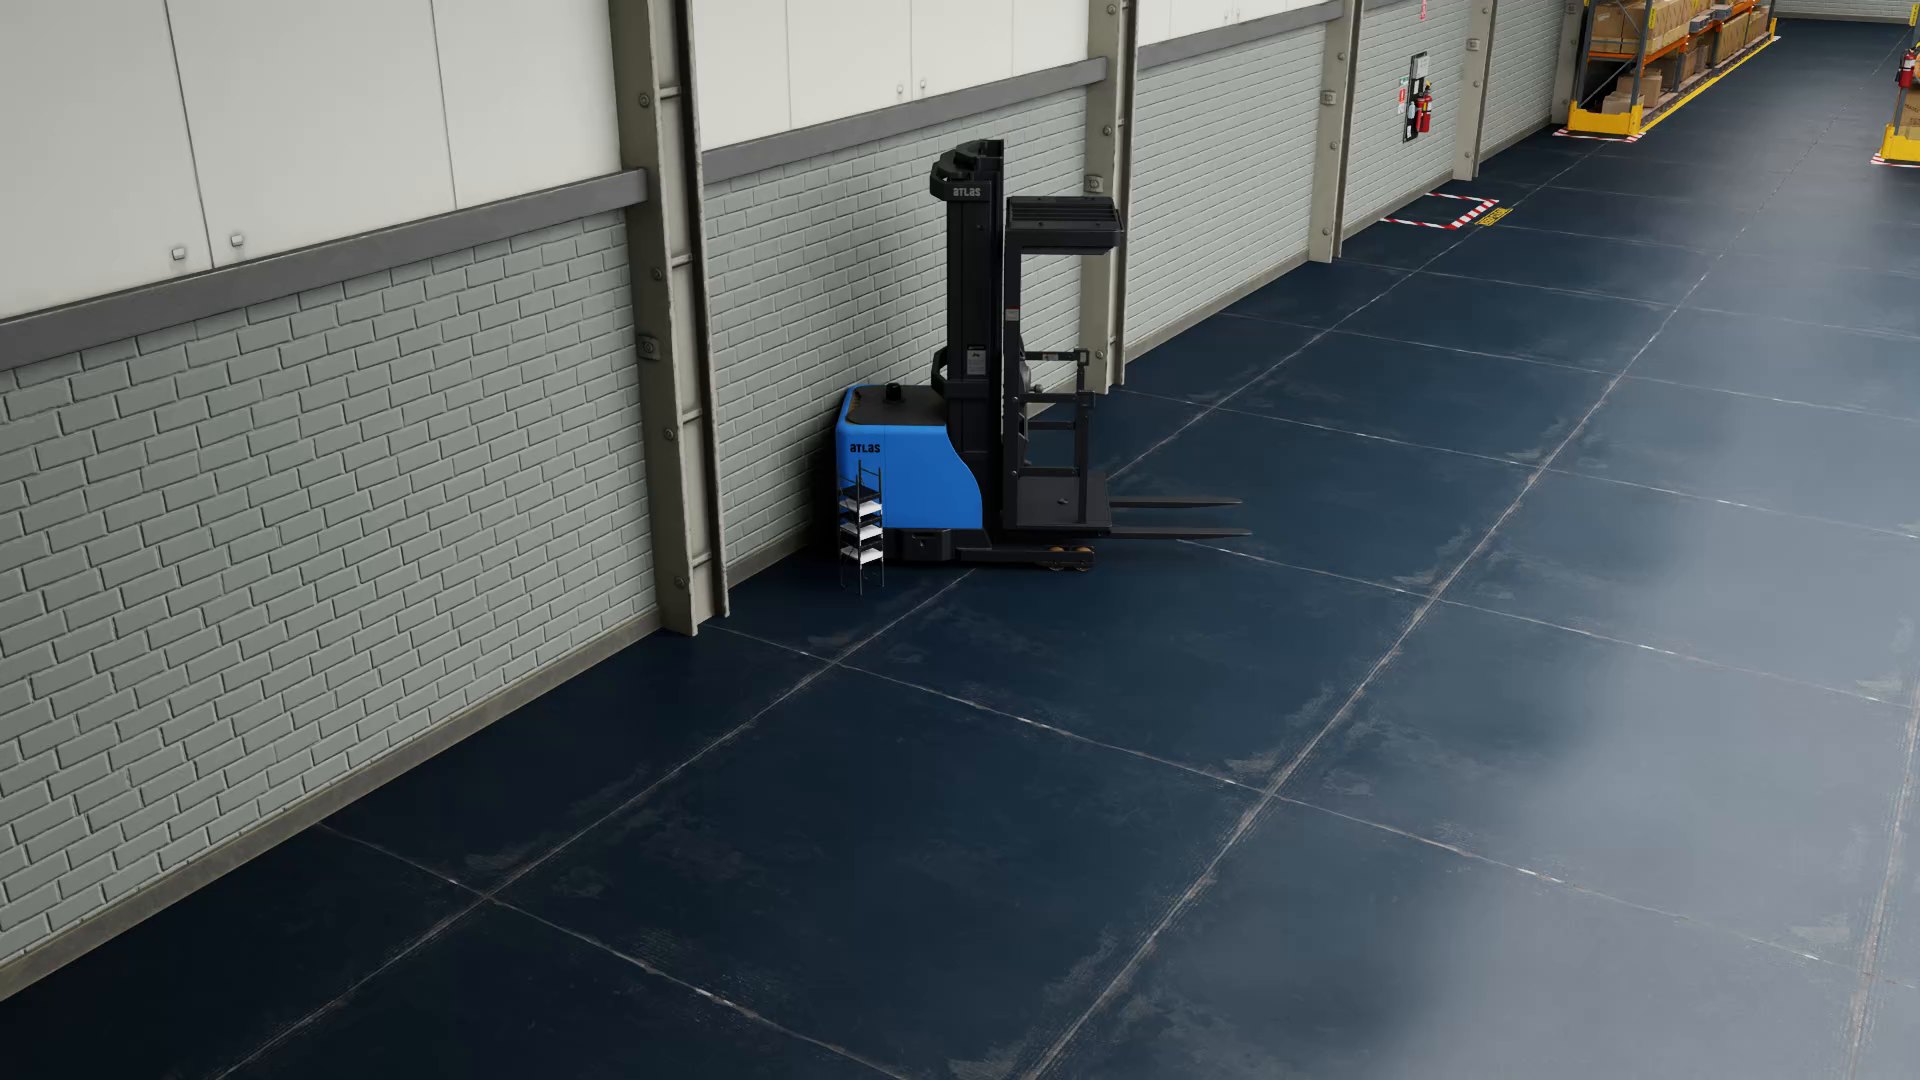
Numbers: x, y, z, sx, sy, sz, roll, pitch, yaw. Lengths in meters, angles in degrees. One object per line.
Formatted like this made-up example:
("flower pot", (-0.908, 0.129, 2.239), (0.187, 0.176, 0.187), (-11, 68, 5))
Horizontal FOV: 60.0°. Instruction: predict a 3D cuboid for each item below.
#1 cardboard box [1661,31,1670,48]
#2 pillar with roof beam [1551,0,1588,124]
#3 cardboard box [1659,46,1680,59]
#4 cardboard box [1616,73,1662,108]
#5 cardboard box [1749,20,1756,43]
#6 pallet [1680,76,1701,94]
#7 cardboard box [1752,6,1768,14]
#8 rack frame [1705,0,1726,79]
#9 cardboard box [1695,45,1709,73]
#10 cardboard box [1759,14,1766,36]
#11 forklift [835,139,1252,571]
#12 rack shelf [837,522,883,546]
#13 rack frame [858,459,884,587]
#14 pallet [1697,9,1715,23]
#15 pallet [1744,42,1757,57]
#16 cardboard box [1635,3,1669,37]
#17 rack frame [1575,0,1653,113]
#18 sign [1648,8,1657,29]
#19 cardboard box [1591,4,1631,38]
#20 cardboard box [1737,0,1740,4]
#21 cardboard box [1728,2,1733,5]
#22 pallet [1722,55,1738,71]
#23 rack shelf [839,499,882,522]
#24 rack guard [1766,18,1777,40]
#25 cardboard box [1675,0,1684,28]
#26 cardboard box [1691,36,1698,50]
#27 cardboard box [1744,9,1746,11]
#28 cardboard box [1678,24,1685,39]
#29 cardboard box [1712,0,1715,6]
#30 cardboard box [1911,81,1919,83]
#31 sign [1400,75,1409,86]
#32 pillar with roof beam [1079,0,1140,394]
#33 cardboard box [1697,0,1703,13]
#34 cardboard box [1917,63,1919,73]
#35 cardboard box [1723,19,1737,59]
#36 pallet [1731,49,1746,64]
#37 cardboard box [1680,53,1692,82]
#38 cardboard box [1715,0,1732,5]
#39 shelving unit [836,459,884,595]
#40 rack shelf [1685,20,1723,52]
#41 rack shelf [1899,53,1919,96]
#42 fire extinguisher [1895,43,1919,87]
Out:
("cardboard box", (12.277, -8.902, 29.536), (0.500, 0.250, 0.500), (13, 27, 28))
("pillar with roof beam", (14.506, -10.783, 26.166), (9.100, 9.000, 0.400), (14, 27, 29))
("cardboard box", (13.928, -9.664, 32.783), (0.500, 0.250, 0.500), (13, 27, 28))
("cardboard box", (12.386, -8.213, 30.375), (0.700, 0.500, 0.500), (12, 26, 26))
("cardboard box", (18.294, -12.010, 39.170), (0.700, 0.500, 0.500), (14, 27, 28))
("pallet", (14.377, -9.261, 33.713), (1.003, 0.211, 1.213), (14, 27, 29))
("cardboard box", (19.323, -12.832, 40.254), (0.380, 0.149, 0.250), (15, 27, 30))
("rack frame", (15.434, -11.214, 34.714), (1.000, 3.000, 0.127), (14, 27, 29))
("cardboard box", (15.099, -10.015, 34.537), (0.700, 0.500, 0.500), (14, 27, 30))
("cardboard box", (19.106, -12.534, 40.380), (0.700, 0.500, 0.500), (14, 27, 29))
("forklift", (0.630, -1.337, 11.984), (3.031, 2.935, 1.130), (1, 23, 2))
("rack shelf", (-0.702, -0.058, 11.670), (0.200, 0.077, 0.258), (-20, 30, -38))
("rack frame", (-0.627, -0.116, 11.720), (0.006, 0.900, 0.240), (-20, 30, -38))
("pallet", (14.425, -10.449, 33.189), (1.003, 0.211, 1.213), (14, 27, 29))
("pallet", (18.012, -11.525, 38.942), (1.003, 0.211, 1.213), (14, 27, 29))
("cardboard box", (11.991, -9.061, 28.961), (0.500, 0.500, 0.500), (14, 27, 29))
("rack frame", (11.214, -8.514, 28.477), (1.000, 3.000, 0.127), (14, 27, 29))
("sign", (11.675, -8.798, 28.043), (0.100, 0.325, 0.005), (14, 27, 29))
("cardboard box", (11.282, -9.002, 28.825), (0.500, 0.500, 0.500), (14, 27, 28))
("cardboard box", (16.899, -11.865, 36.509), (0.380, 0.149, 0.250), (13, 27, 28))
("cardboard box", (16.157, -11.326, 35.263), (0.380, 0.149, 0.250), (15, 27, 31))
("pallet", (16.559, -10.595, 36.794), (1.003, 0.211, 1.213), (14, 27, 29))
("rack shelf", (-0.702, -0.223, 11.599), (0.200, 0.077, 0.258), (-20, 30, -38))
("rack guard", (19.667, -12.775, 41.467), (1.175, 0.500, 0.348), (14, 27, 29))
("cardboard box", (12.805, -9.587, 30.175), (0.500, 0.500, 0.500), (13, 27, 27))
("cardboard box", (14.745, -10.180, 33.974), (0.500, 0.250, 0.500), (14, 27, 30))
("cardboard box", (18.599, -12.656, 39.847), (0.380, 0.149, 0.250), (14, 27, 29))
("cardboard box", (13.062, -9.415, 30.721), (0.500, 0.250, 0.500), (14, 27, 29))
("cardboard box", (15.195, -11.301, 34.236), (0.700, 0.500, 0.500), (11, 26, 23))
("cardboard box", (16.235, -7.505, 28.134), (0.500, 0.500, 0.500), (14, 27, 29))
("sign", (5.979, -6.175, 22.361), (0.001, 0.109, 0.331), (14, 27, 29))
("pillar with roof beam", (5.011, -4.707, 12.132), (9.100, 9.000, 0.400), (14, 27, 29))
("cardboard box", (14.243, -10.692, 32.830), (0.700, 0.500, 0.500), (18, 29, 36))
("cardboard box", (15.682, -7.678, 26.420), (0.700, 0.500, 0.500), (14, 27, 29))
("cardboard box", (16.401, -10.935, 36.248), (0.750, 0.750, 0.750), (14, 27, 29))
("pallet", (17.201, -11.008, 37.749), (1.003, 0.211, 1.213), (14, 27, 29))
("cardboard box", (14.232, -9.520, 33.392), (0.700, 0.500, 0.500), (14, 27, 30))
("cardboard box", (15.908, -11.516, 34.886), (0.500, 0.500, 0.500), (15, 27, 30))
("shelving unit", (-0.702, -0.088, 11.657), (0.210, 0.900, 0.258), (-20, 30, -38))
("rack shelf", (14.379, -10.209, 33.298), (1.077, 0.370, 4.000), (14, 27, 29))
("rack shelf", (16.480, -7.822, 27.784), (1.077, 0.370, 4.000), (14, 27, 29))
("fire extinguisher", (14.968, -7.499, 26.230), (0.296, 0.674, 0.183), (14, 27, 29))
